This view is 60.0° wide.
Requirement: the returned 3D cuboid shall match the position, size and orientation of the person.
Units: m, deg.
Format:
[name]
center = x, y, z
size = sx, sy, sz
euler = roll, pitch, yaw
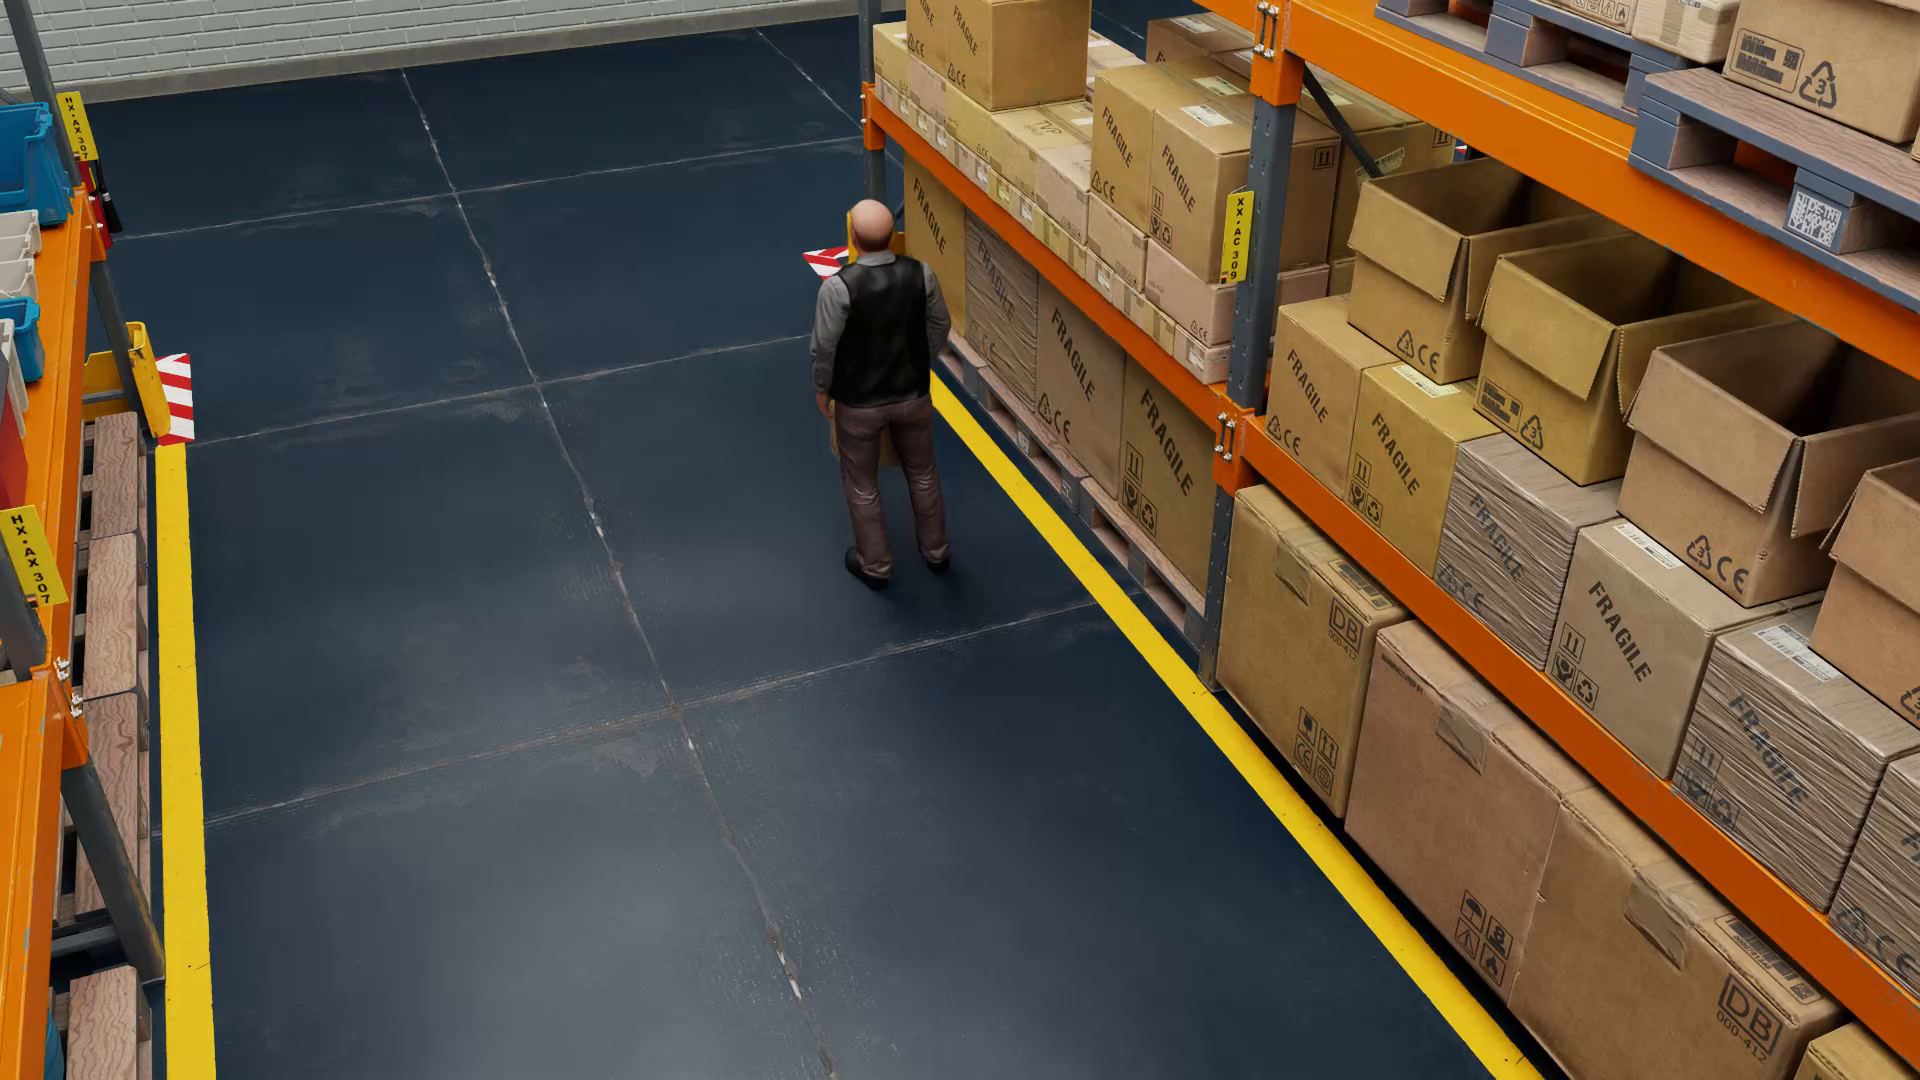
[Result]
[person]
center = -0.334, -0.616, 7.107
size = 0.637, 1.715, 0.424
euler = -13, 35, -19
